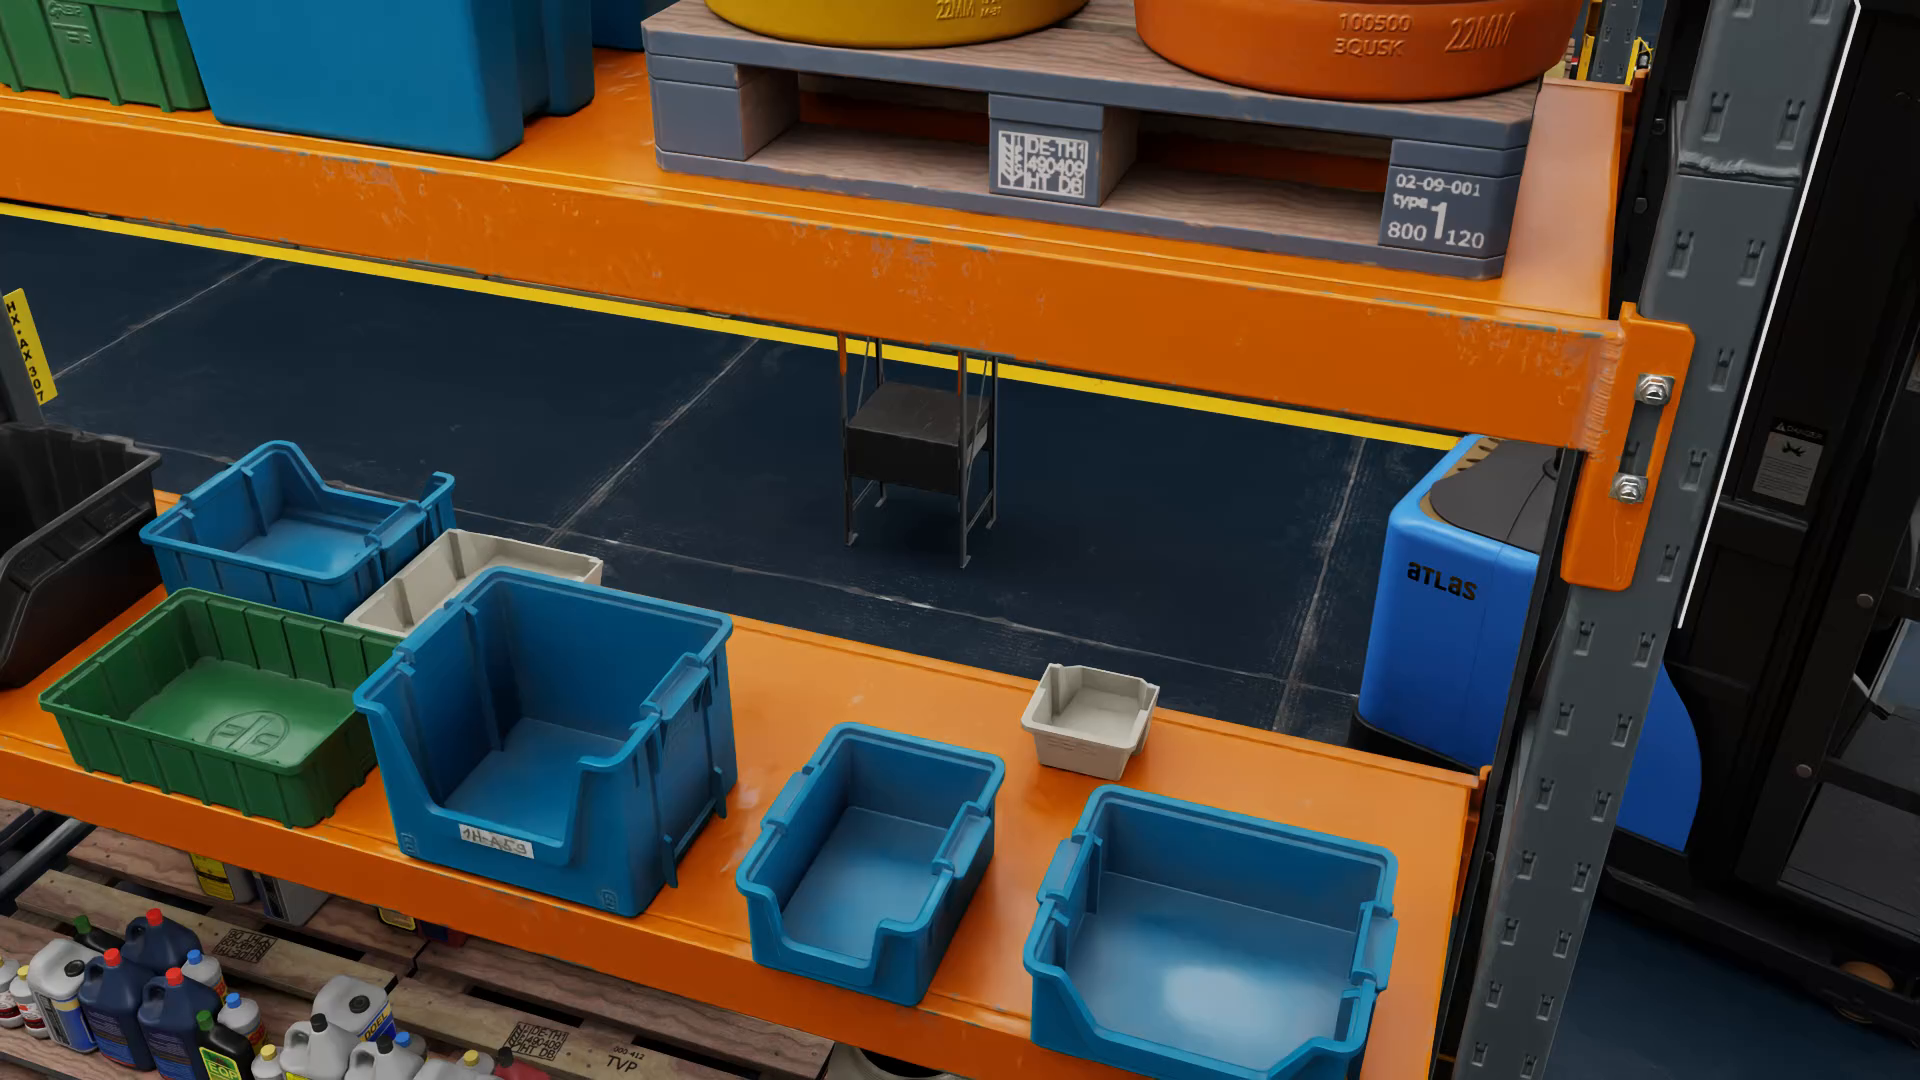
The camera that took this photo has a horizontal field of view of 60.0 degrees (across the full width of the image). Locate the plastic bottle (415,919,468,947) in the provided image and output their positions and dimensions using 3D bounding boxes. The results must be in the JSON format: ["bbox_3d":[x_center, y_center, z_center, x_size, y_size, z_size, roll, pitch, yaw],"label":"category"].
[{"bbox_3d":[-1.437,0.985,4.557,0.133,0.283,0.061,11,34,16],"label":"plastic bottle"}]

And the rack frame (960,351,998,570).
[{"bbox_3d":[0.074,-0.868,6.158,0.015,2.100,0.400,11,34,16],"label":"rack frame"}]

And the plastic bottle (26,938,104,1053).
[{"bbox_3d":[-2.276,1.165,4.286,0.135,0.276,0.152,12,35,18],"label":"plastic bottle"}]

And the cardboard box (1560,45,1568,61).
[{"bbox_3d":[3.802,-3.808,11.454,0.875,0.875,0.875,11,35,17],"label":"cardboard box"}]

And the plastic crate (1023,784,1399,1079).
[{"bbox_3d":[0.451,0.733,2.986,0.616,0.251,0.499,11,34,16],"label":"plastic crate"}]

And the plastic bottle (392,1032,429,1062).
[{"bbox_3d":[-1.370,1.305,4.138,0.097,0.201,0.097,0,33,0],"label":"plastic bottle"}]

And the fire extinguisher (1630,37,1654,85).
[{"bbox_3d":[2.647,-1.631,6.581,0.183,0.674,0.296,11,34,16],"label":"fire extinguisher"}]

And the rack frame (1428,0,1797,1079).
[{"bbox_3d":[1.024,0.610,3.040,0.127,3.000,1.000,11,34,16],"label":"rack frame"}]

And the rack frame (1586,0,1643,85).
[{"bbox_3d":[2.695,-1.919,6.957,0.127,3.000,1.000,11,34,16],"label":"rack frame"}]

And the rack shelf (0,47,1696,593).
[{"bbox_3d":[-0.859,-0.714,2.989,4.000,0.370,1.077,11,34,16],"label":"rack shelf"}]

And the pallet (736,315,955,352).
[{"bbox_3d":[-0.427,-1.375,8.685,1.213,0.211,1.003,11,34,16],"label":"pallet"}]

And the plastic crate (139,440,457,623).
[{"bbox_3d":[-1.608,0.004,4.115,0.616,0.251,0.499,11,34,16],"label":"plastic crate"}]

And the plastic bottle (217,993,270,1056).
[{"bbox_3d":[-1.793,1.241,4.172,0.097,0.271,0.097,0,33,0],"label":"plastic bottle"}]

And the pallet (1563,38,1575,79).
[{"bbox_3d":[3.684,-3.368,11.772,1.213,0.211,1.003,11,34,16],"label":"pallet"}]

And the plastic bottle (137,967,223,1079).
[{"bbox_3d":[-1.944,1.200,4.163,0.185,0.351,0.144,10,34,14],"label":"plastic bottle"}]

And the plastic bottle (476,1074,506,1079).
[{"bbox_3d":[-1.081,1.397,3.927,0.135,0.276,0.152,11,35,17],"label":"plastic bottle"}]

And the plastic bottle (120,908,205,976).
[{"bbox_3d":[-2.073,1.092,4.330,0.185,0.351,0.144,11,34,16],"label":"plastic bottle"}]

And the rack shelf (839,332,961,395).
[{"bbox_3d":[-0.156,-0.901,6.235,0.480,0.518,0.431,11,34,16],"label":"rack shelf"}]

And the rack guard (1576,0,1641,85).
[{"bbox_3d":[4.486,-3.379,11.522,0.348,0.500,1.175,11,34,16],"label":"rack guard"}]

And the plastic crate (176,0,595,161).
[{"bbox_3d":[-0.873,-0.839,2.533,0.575,0.384,0.392,11,34,16],"label":"plastic crate"}]

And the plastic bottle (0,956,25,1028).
[{"bbox_3d":[-2.494,1.169,4.348,0.097,0.201,0.097,0,33,0],"label":"plastic bottle"}]

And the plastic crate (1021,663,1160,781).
[{"bbox_3d":[0.290,0.392,3.620,0.250,0.136,0.298,11,34,16],"label":"plastic crate"}]

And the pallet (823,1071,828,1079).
[{"bbox_3d":[0.173,1.640,4.015,1.213,0.211,1.003,11,34,16],"label":"pallet"}]

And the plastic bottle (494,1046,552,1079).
[{"bbox_3d":[-1.046,1.339,4.009,0.133,0.283,0.061,11,34,16],"label":"plastic bottle"}]

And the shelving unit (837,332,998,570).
[{"bbox_3d":[-0.156,-0.912,6.227,0.503,2.100,0.431,11,34,16],"label":"shelving unit"}]

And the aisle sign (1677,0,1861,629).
[{"bbox_3d":[0.991,-0.318,2.080,0.004,0.787,0.394,11,34,16],"label":"aisle sign"}]

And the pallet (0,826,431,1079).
[{"bbox_3d":[-2.124,1.193,4.707,1.213,0.211,1.003,11,34,16],"label":"pallet"}]

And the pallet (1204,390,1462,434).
[{"bbox_3d":[1.870,-0.928,7.993,1.213,0.211,1.003,11,34,16],"label":"pallet"}]

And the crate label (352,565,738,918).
[{"bbox_3d":[-0.800,0.396,3.338,0.616,0.435,0.502,11,34,16],"label":"crate label"}]

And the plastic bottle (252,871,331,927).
[{"bbox_3d":[-1.884,0.923,4.660,0.135,0.276,0.152,11,34,16],"label":"plastic bottle"}]

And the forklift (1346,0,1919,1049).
[{"bbox_3d":[2.748,-0.148,4.277,3.031,2.935,1.130,22,39,30],"label":"forklift"}]

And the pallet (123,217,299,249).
[{"bbox_3d":[-4.101,-2.068,9.758,1.213,0.211,1.003,11,34,16],"label":"pallet"}]

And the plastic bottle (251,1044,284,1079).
[{"bbox_3d":[-1.686,1.326,4.104,0.097,0.201,0.097,0,33,0],"label":"plastic bottle"}]

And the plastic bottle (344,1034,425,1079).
[{"bbox_3d":[-1.369,1.312,3.989,0.185,0.351,0.144,12,35,18],"label":"plastic bottle"}]

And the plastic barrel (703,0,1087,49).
[{"bbox_3d":[-0.092,-1.050,2.284,0.600,0.588,0.600,0,33,0],"label":"plastic barrel"}]

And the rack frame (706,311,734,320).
[{"bbox_3d":[-1.071,-2.651,8.091,0.127,3.000,1.000,11,34,16],"label":"rack frame"}]
